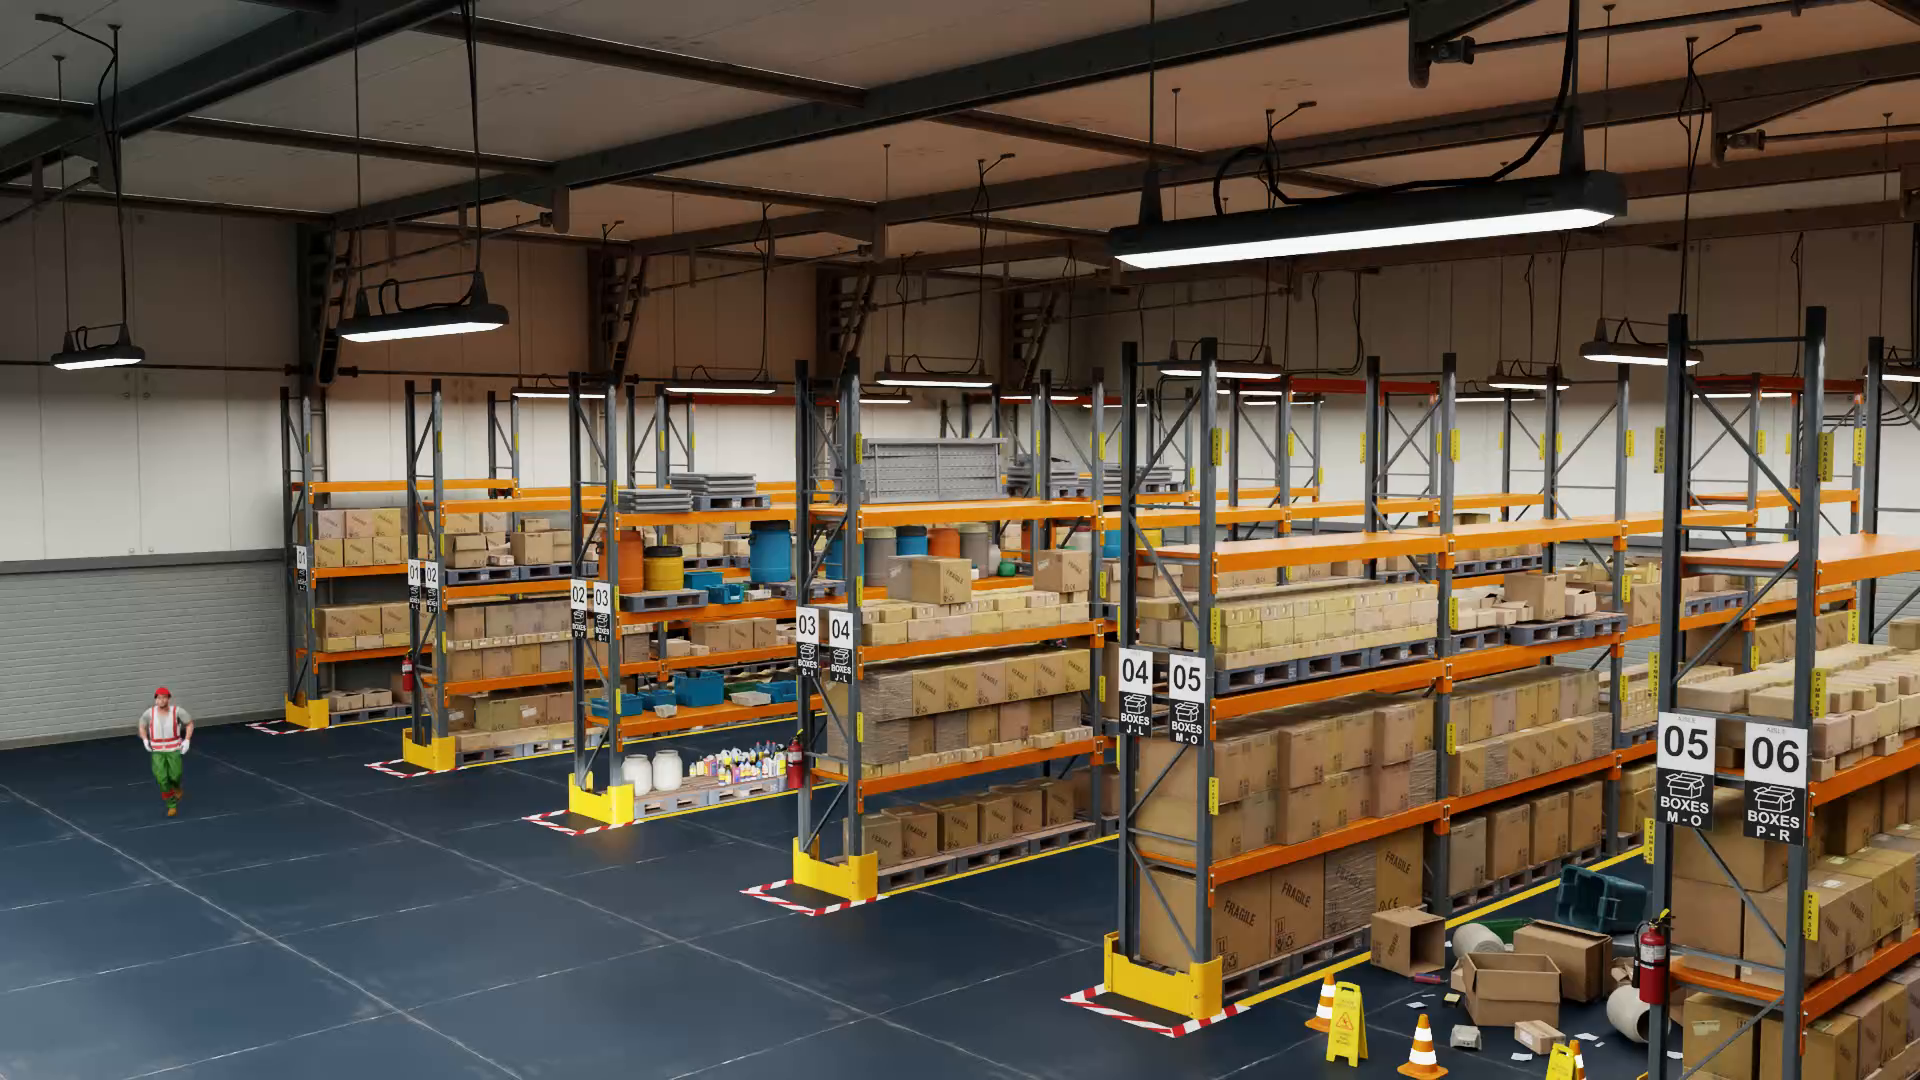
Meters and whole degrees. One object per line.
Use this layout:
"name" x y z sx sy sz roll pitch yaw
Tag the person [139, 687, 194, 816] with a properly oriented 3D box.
"person" -10.794 2.856 22.615 0.678 1.740 0.593 -1 4 -17
